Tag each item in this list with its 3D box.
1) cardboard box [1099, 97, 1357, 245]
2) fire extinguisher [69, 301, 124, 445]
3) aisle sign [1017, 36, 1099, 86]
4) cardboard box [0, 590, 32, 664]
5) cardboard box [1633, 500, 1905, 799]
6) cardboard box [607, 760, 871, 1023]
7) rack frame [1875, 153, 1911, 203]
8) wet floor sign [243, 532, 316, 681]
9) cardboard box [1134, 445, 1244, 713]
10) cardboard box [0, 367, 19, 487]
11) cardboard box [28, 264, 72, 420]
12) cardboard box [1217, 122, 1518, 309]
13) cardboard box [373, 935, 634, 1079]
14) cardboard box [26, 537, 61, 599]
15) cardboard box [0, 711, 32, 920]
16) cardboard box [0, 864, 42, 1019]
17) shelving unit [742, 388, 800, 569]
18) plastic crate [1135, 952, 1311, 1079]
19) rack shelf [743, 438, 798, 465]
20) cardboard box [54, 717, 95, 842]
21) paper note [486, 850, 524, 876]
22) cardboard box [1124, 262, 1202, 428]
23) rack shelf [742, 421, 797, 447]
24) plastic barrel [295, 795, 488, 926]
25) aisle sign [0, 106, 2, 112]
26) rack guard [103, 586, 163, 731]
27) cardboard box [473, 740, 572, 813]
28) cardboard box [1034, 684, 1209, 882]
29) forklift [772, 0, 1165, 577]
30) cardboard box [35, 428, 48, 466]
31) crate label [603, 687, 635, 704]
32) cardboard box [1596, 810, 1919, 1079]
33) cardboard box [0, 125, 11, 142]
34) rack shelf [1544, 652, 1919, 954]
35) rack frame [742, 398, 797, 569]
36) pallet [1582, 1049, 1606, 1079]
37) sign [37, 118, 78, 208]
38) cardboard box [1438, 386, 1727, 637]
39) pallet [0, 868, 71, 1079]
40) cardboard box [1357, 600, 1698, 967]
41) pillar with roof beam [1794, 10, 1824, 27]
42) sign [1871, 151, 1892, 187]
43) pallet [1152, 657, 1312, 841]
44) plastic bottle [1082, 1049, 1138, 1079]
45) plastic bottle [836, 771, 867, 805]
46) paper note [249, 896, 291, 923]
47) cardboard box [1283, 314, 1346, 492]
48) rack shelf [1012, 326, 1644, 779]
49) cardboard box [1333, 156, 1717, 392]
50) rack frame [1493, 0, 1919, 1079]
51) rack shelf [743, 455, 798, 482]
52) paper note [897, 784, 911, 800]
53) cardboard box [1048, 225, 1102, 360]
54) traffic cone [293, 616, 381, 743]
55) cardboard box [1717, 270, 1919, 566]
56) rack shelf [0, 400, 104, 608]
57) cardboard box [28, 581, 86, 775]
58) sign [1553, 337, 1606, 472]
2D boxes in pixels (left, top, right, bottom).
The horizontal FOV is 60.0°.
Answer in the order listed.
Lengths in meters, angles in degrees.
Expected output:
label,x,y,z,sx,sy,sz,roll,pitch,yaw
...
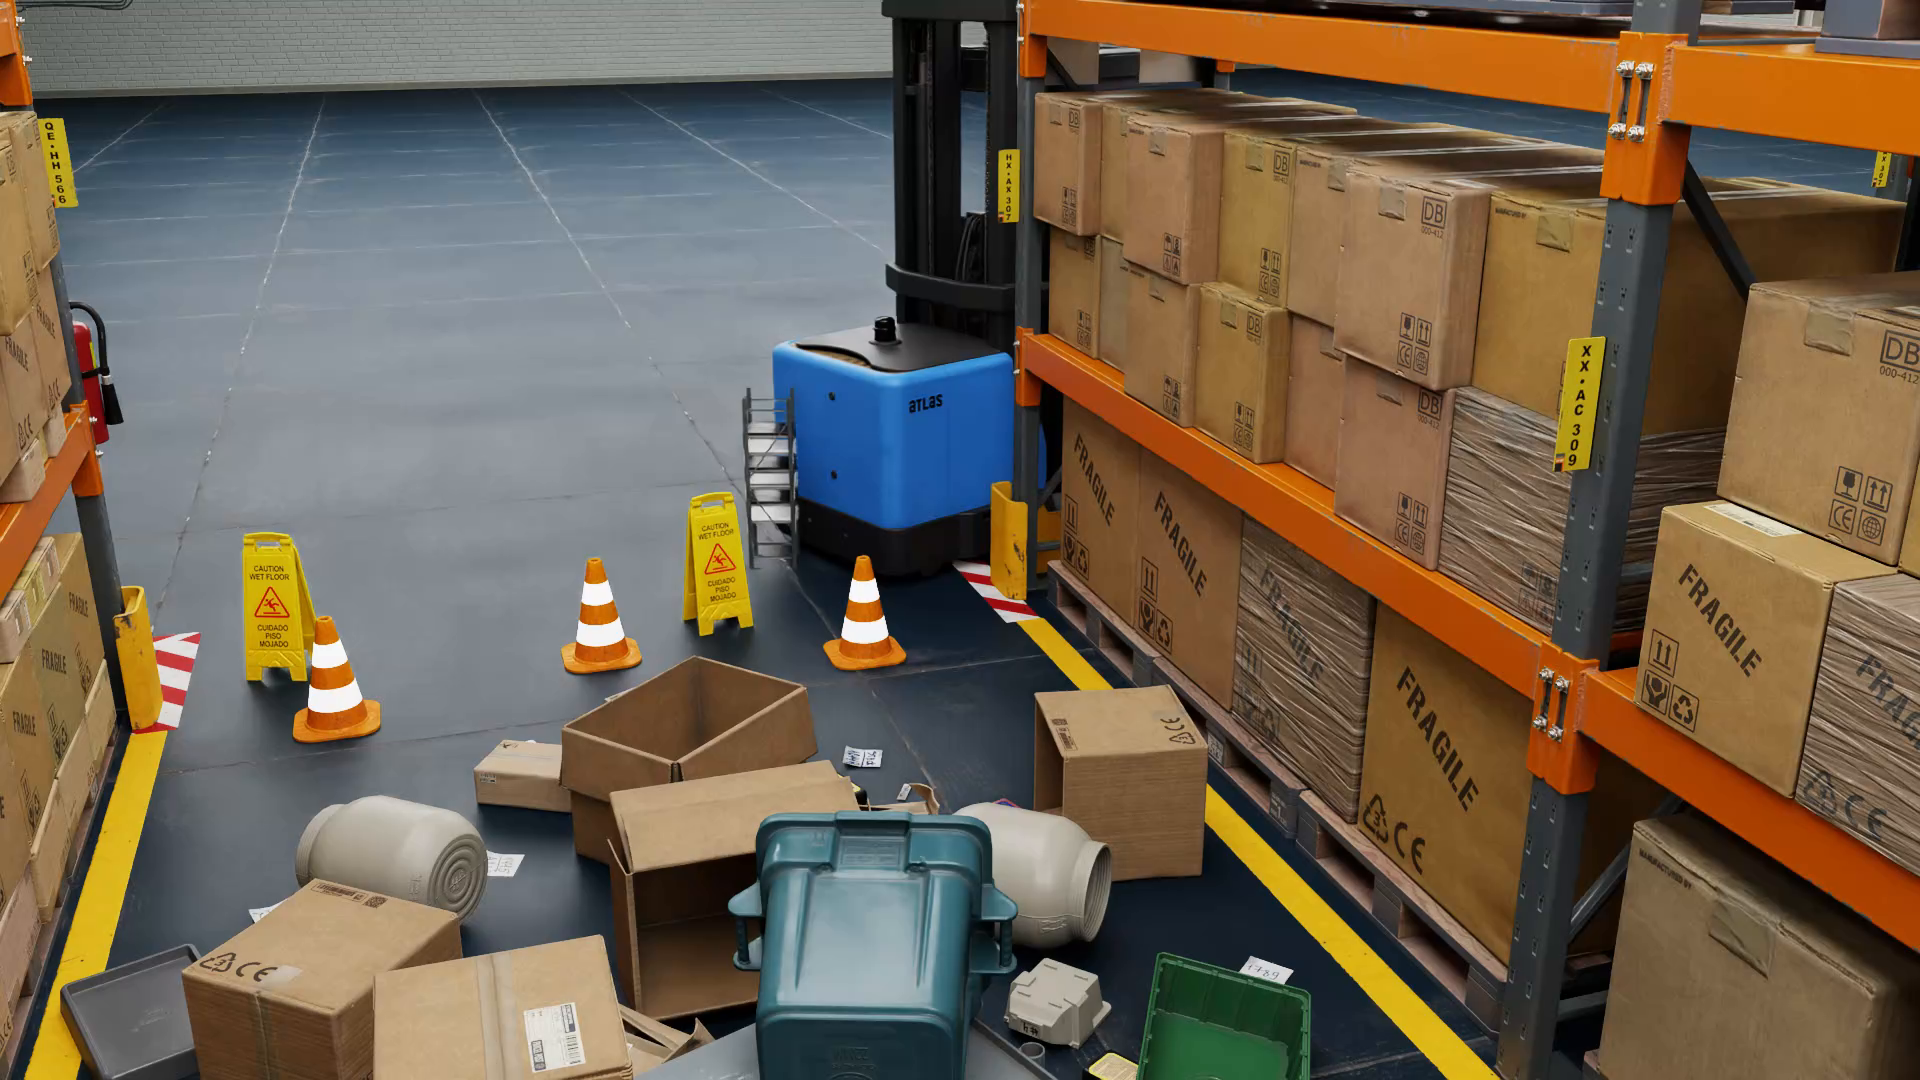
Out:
label,x,y,z,sx,sy,sz,roll,pitch,yaw
cardboard box,1.091,-1.510,6.865,0.875,0.550,0.550,-6,21,-17
fire extinguisher,-3.515,-0.712,6.577,0.296,0.674,0.183,-6,21,-17
aisle sign,0.444,-2.436,7.415,0.394,0.787,0.004,-6,21,-17
cardboard box,-3.081,0.281,5.075,0.380,0.149,0.250,-5,20,-15
cardboard box,1.918,0.212,3.740,0.500,0.500,0.500,-6,21,-17
cardboard box,-0.659,1.042,5.071,0.797,0.637,0.503,-6,21,-17
rack frame,5.492,-1.716,9.257,1.000,3.000,0.127,-6,21,-17
wet floor sign,-2.960,0.270,7.210,0.267,0.644,0.232,1,20,2
cardboard box,1.306,0.073,6.796,0.875,0.875,0.875,-7,21,-18
cardboard box,-3.177,-0.383,4.958,0.500,0.500,0.500,-6,21,-17
cardboard box,-3.484,-0.705,5.855,0.500,0.500,0.500,-7,21,-18
cardboard box,1.429,-1.160,5.890,0.875,0.550,0.500,-6,21,-17
cardboard box,-0.979,1.242,3.600,0.500,0.500,0.500,-6,21,-17
cardboard box,-3.238,0.115,5.536,0.380,0.149,0.250,-6,21,-16
cardboard box,-2.929,0.809,4.564,0.500,0.500,0.500,-5,20,-14
cardboard box,-2.936,1.159,4.699,0.500,0.250,0.500,-7,21,-18
shelving unit,-0.956,-0.309,8.445,0.258,0.900,0.210,0,20,0
plastic crate,0.710,1.442,4.540,0.450,0.188,0.662,13,22,7
rack shelf,-0.956,-0.447,8.396,0.258,0.077,0.200,0,20,0
cardboard box,-3.251,0.831,5.612,0.500,0.250,0.500,-6,21,-17
paper note,-1.605,1.120,5.770,0.148,0.019,0.142,1,20,2
cardboard box,1.161,-0.811,6.514,0.875,0.550,0.550,-6,21,-17
rack shelf,-0.956,-0.532,8.365,0.258,0.077,0.200,0,20,0
plastic barrel,-1.830,1.051,5.363,0.512,0.421,0.421,8,21,20
aisle sign,-3.660,-1.937,6.027,0.394,0.787,0.004,-6,21,-17
rack guard,-3.892,0.538,6.680,1.175,0.500,0.348,-6,21,-17
cardboard box,-1.587,0.884,6.235,0.380,0.149,0.250,4,20,11
cardboard box,0.546,0.848,5.812,0.500,0.500,0.500,-3,20,-8
forklift,0.451,-1.592,9.014,3.031,2.935,1.130,-17,26,-39
cardboard box,-3.350,-0.294,5.668,0.380,0.149,0.250,-7,21,-18
crate label,-1.304,0.704,6.755,0.298,0.136,0.250,17,26,39
cardboard box,2.289,1.113,4.088,1.050,0.750,0.750,-6,21,-17
cardboard box,-3.396,-1.017,5.243,0.700,0.500,0.500,-6,21,-17
rack shelf,2.637,1.042,2.641,1.077,0.370,4.000,-6,21,-17
rack frame,-0.955,-0.275,8.350,0.240,0.900,0.006,0,20,0
pallet,2.322,1.614,4.111,1.003,0.211,1.213,-6,21,-17
sign,-3.383,-1.409,6.223,0.100,0.325,0.005,-6,21,-17
cardboard box,1.881,-0.126,4.607,0.875,0.550,0.550,-6,21,-17
pallet,-3.291,1.329,4.905,1.003,0.211,1.213,-6,21,-17
cardboard box,1.877,0.655,5.177,0.875,0.875,0.875,-6,21,-16
pillar with roof beam,10.895,-11.305,27.077,9.100,9.000,0.400,-6,21,-17
sign,4.976,-2.066,8.950,0.100,0.325,0.005,-6,21,-17
pallet,1.457,0.730,6.572,1.003,0.211,1.213,-6,21,-17
plastic bottle,0.489,1.517,4.603,0.283,0.061,0.133,17,26,39
plastic bottle,-0.440,0.948,6.187,0.133,0.061,0.283,-15,25,-36
paper note,-2.239,1.227,5.456,0.142,0.019,0.148,-15,25,-36
cardboard box,1.629,-0.486,5.609,0.875,0.550,0.550,-6,21,-17
rack shelf,1.380,-0.241,6.215,1.077,0.370,4.000,-6,21,-17
cardboard box,1.642,-0.803,4.895,0.875,0.550,0.550,-6,21,-17
rack frame,2.008,0.062,4.306,1.000,3.000,0.127,-6,21,-17
rack shelf,-0.956,-0.363,8.426,0.258,0.077,0.200,0,20,0
paper note,-0.208,0.948,6.261,0.032,0.001,0.123,4,20,11
cardboard box,0.911,-1.178,7.537,0.875,0.550,0.550,-6,21,-17
traffic cone,-2.556,0.532,6.752,0.336,0.463,0.334,-6,21,-17
cardboard box,2.170,-0.297,3.679,0.700,0.500,0.500,-7,21,-18
rack shelf,-3.288,0.317,4.660,1.077,0.370,4.000,-6,21,-17
cardboard box,-3.250,0.477,5.489,0.500,0.500,0.500,-6,21,-15
sign,1.482,-0.323,3.981,0.100,0.325,0.005,-6,21,-17
